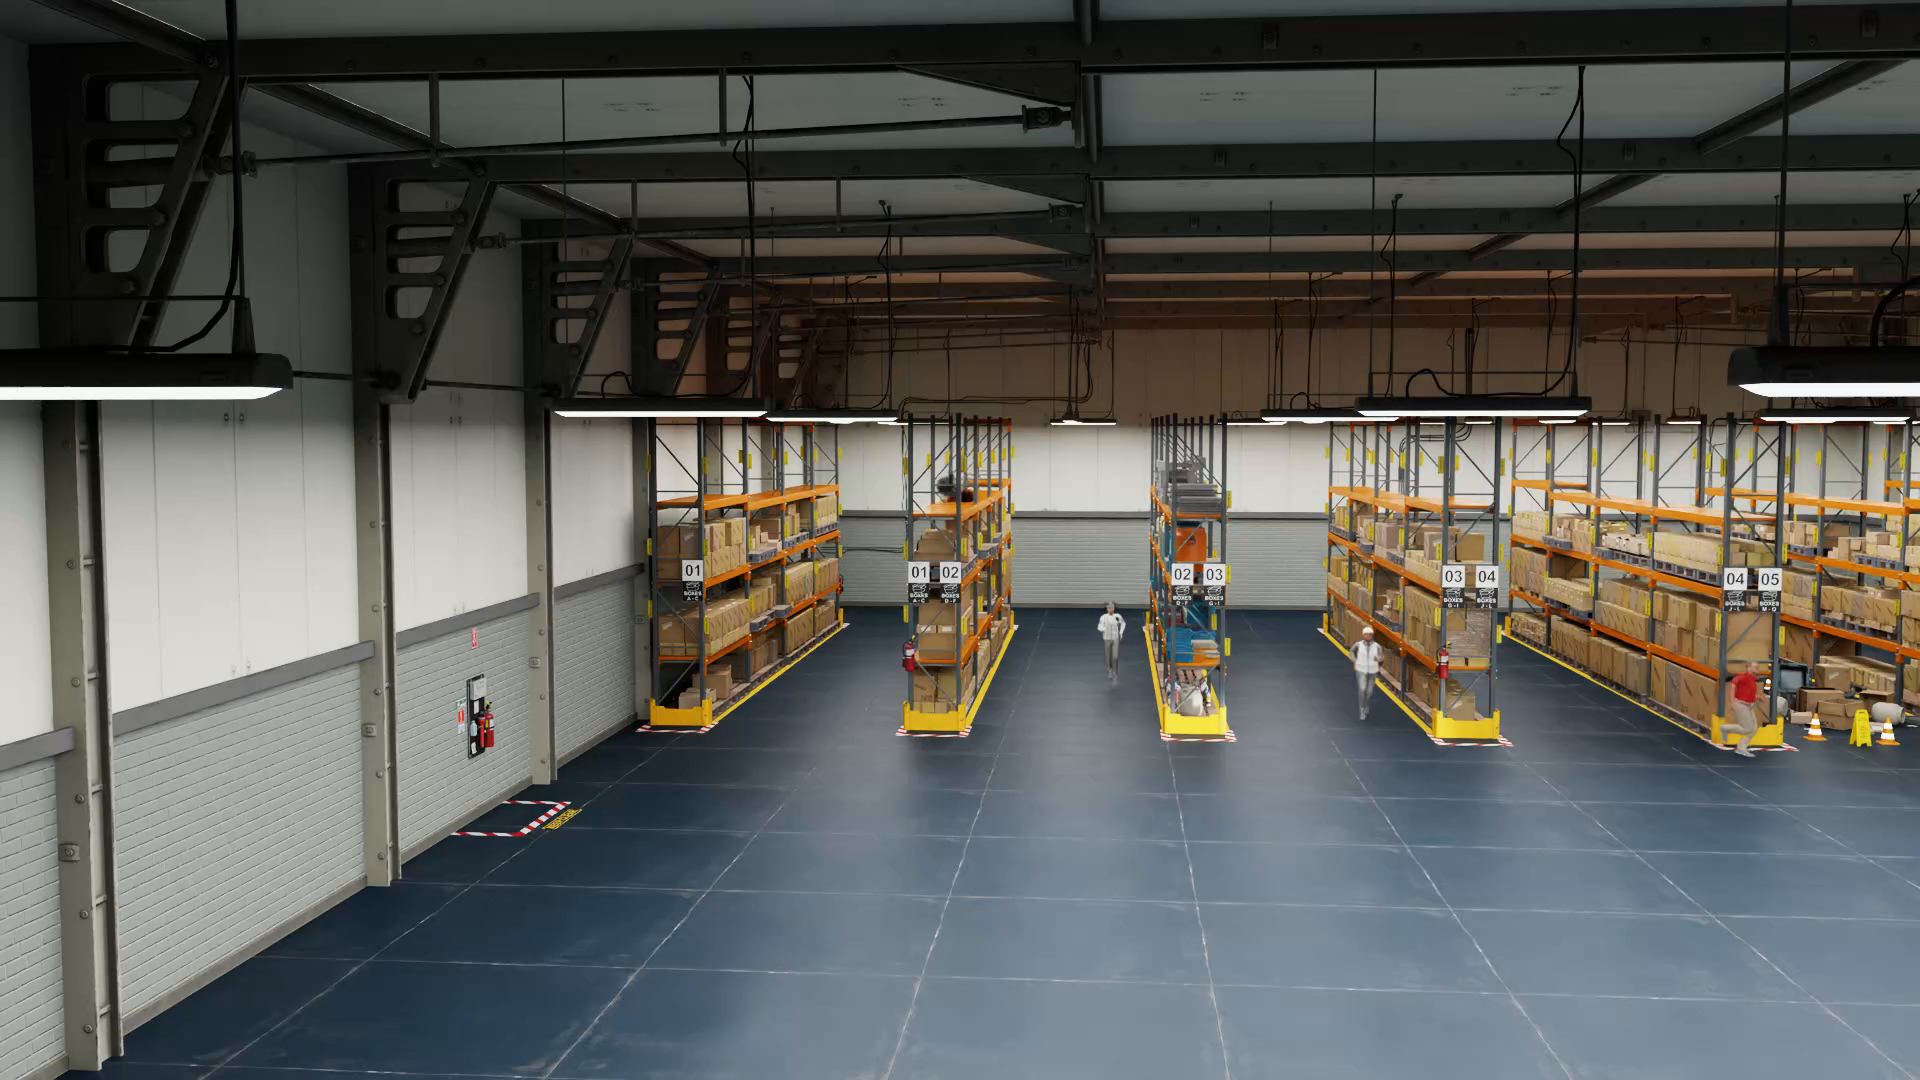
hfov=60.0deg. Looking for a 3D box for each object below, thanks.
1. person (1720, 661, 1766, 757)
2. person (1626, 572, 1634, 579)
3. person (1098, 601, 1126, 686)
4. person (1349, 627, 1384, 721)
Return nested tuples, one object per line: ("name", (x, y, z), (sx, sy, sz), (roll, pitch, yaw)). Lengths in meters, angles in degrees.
("person", (13.709, 2.949, 29.107), (0.701, 1.683, 0.709), (-4, 5, -44))
("person", (19.071, 1.700, 47.153), (0.894, 1.686, 0.584), (1, 4, 11))
("person", (3.271, 2.216, 35.920), (0.594, 1.803, 0.730), (1, 4, 8))
("person", (8.050, 2.629, 32.884), (0.642, 1.837, 0.799), (0, 4, 3))
